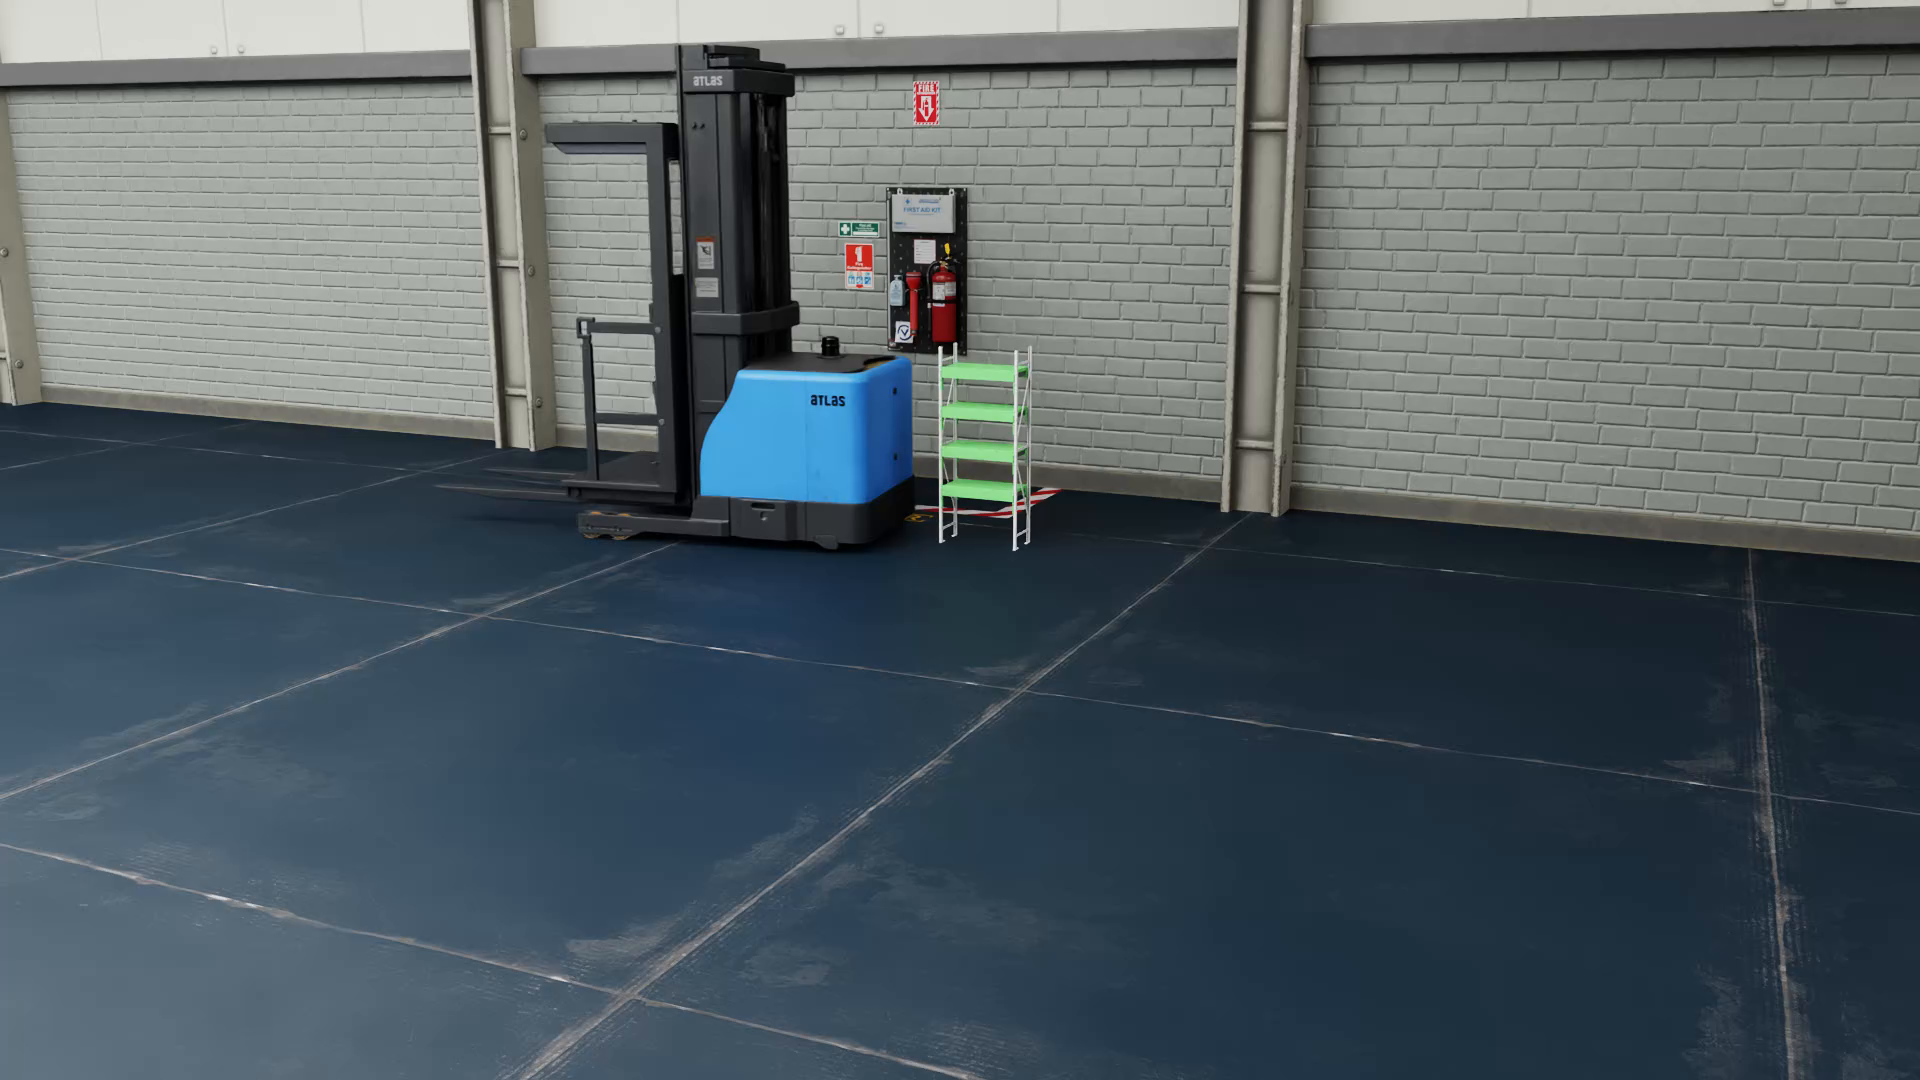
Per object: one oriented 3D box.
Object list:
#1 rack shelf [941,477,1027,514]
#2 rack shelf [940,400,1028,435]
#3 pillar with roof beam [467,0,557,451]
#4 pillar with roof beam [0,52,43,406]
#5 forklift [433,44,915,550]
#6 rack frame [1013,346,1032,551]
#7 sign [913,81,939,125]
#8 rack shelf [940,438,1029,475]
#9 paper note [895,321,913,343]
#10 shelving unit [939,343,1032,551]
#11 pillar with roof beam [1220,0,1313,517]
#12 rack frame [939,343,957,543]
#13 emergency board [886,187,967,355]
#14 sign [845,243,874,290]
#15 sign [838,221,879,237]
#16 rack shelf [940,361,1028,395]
[{"bbox_3d":[0.151,-0.273,10.122,0.480,0.148,0.258,6,14,23],"label":"rack shelf"},{"bbox_3d":[0.151,-0.740,10.012,0.480,0.148,0.258,6,14,23],"label":"rack shelf"},{"bbox_3d":[-5.254,-4.241,8.629,0.400,9.000,9.100,6,14,23],"label":"pillar with roof beam"},{"bbox_3d":[-10.740,-4.796,10.995,0.400,9.000,9.100,6,14,23],"label":"pillar with roof beam"},{"bbox_3d":[-1.865,-1.536,10.384,3.031,2.935,1.130,4,14,15],"label":"forklift"},{"bbox_3d":[0.374,-0.546,9.956,0.015,1.200,0.240,6,14,23],"label":"rack frame"},{"bbox_3d":[-0.236,-3.051,11.615,0.199,0.298,0.001,6,14,23],"label":"sign"},{"bbox_3d":[0.151,-0.507,10.067,0.480,0.148,0.258,6,14,23],"label":"rack shelf"},{"bbox_3d":[-0.402,-1.503,12.020,0.142,0.148,0.016,6,14,23],"label":"paper note"},{"bbox_3d":[0.151,-0.569,10.052,0.503,1.200,0.258,6,14,23],"label":"shelving unit"},{"bbox_3d":[0.232,-3.685,6.263,0.400,9.000,9.100,6,14,23],"label":"pillar with roof beam"},{"bbox_3d":[-0.072,-0.591,10.149,0.015,1.200,0.240,6,14,23],"label":"rack frame"},{"bbox_3d":[-0.269,-1.901,11.788,0.643,1.169,0.194,6,14,23],"label":"emergency board"},{"bbox_3d":[-0.732,-1.991,12.094,0.234,0.329,0.001,6,14,23],"label":"sign"},{"bbox_3d":[-0.732,-2.246,12.024,0.331,0.109,0.001,6,14,23],"label":"sign"},{"bbox_3d":[0.151,-0.974,9.957,0.480,0.148,0.258,6,14,23],"label":"rack shelf"}]
